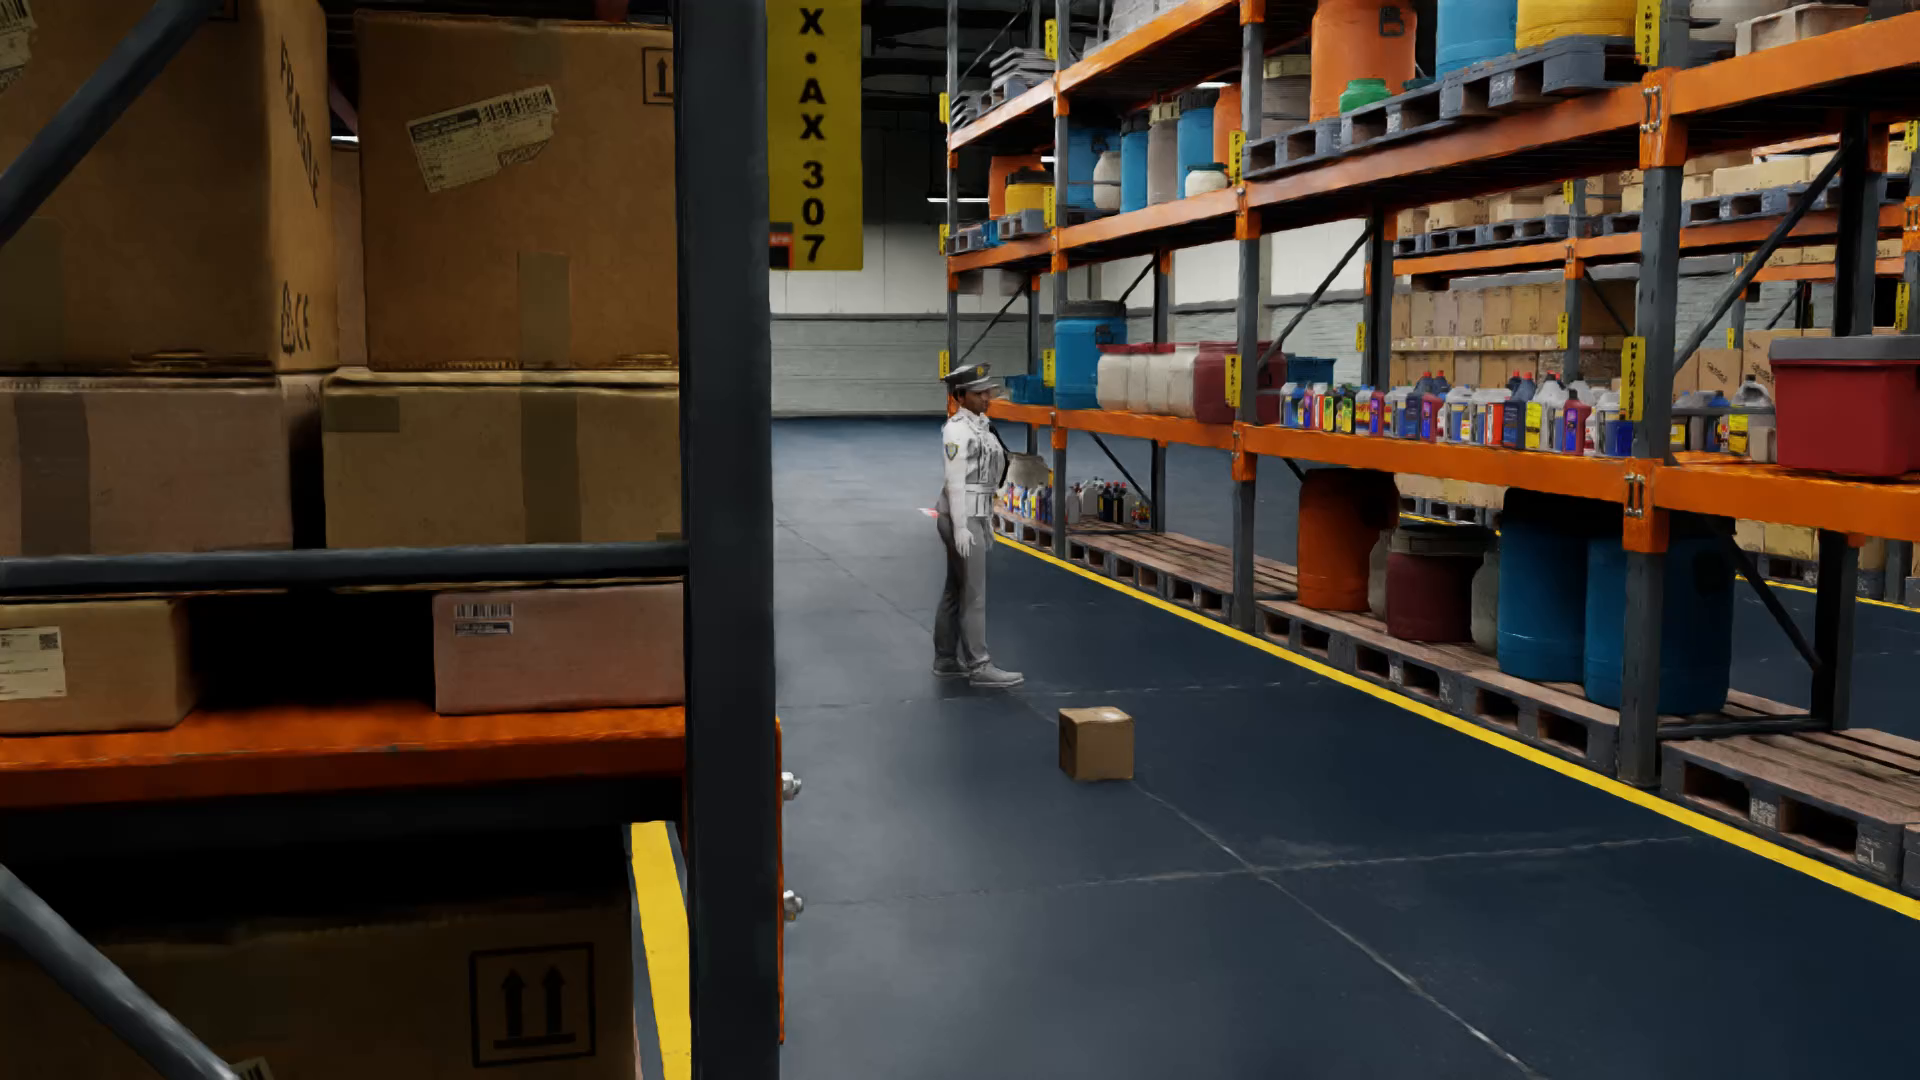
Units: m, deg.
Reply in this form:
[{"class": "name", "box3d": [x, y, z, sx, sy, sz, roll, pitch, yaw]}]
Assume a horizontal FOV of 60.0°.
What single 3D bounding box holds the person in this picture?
[{"class": "person", "box3d": [0.090, -0.080, 8.643, 0.533, 1.673, 0.569, 1, 6, 12]}]
